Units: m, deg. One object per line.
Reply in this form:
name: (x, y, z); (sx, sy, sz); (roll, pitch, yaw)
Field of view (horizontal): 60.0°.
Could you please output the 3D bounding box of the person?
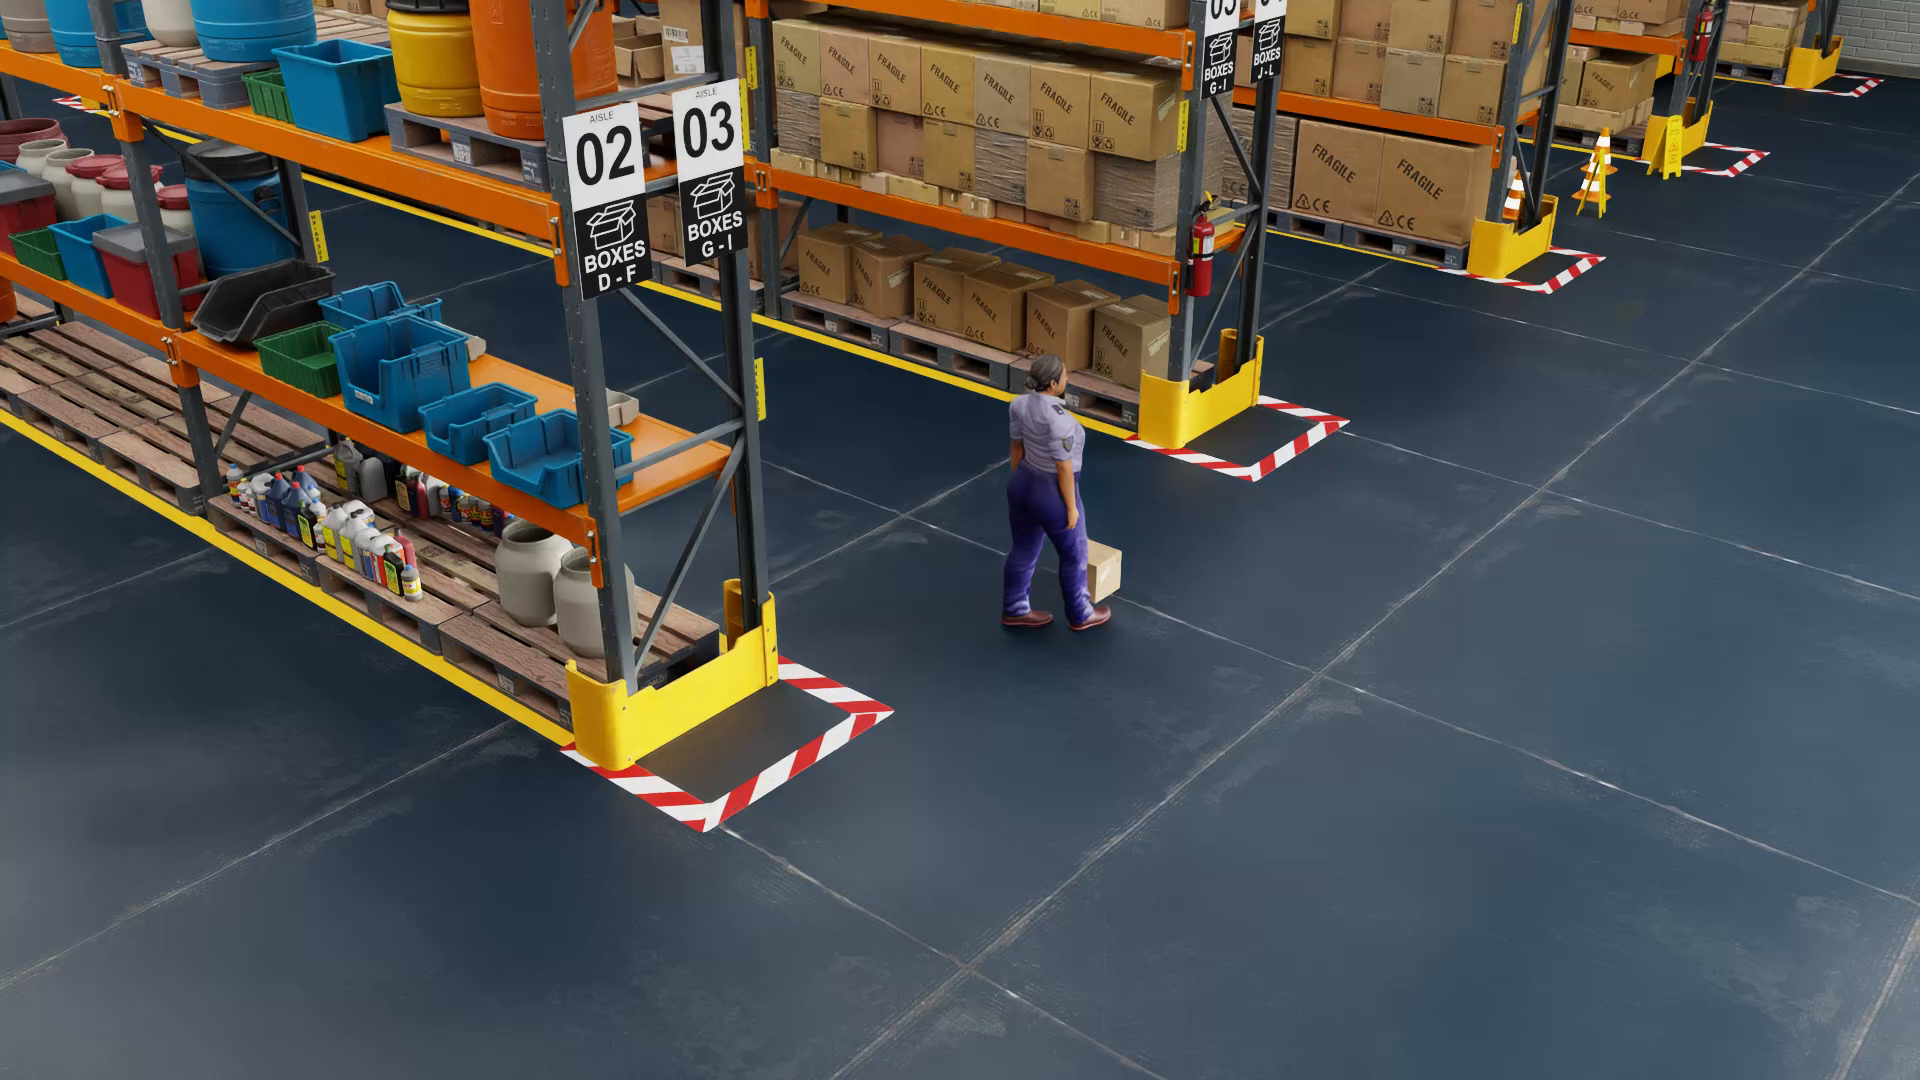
person: (0.538, -0.265, 9.152); (0.572, 1.629, 0.479); (-19, 33, -33)
